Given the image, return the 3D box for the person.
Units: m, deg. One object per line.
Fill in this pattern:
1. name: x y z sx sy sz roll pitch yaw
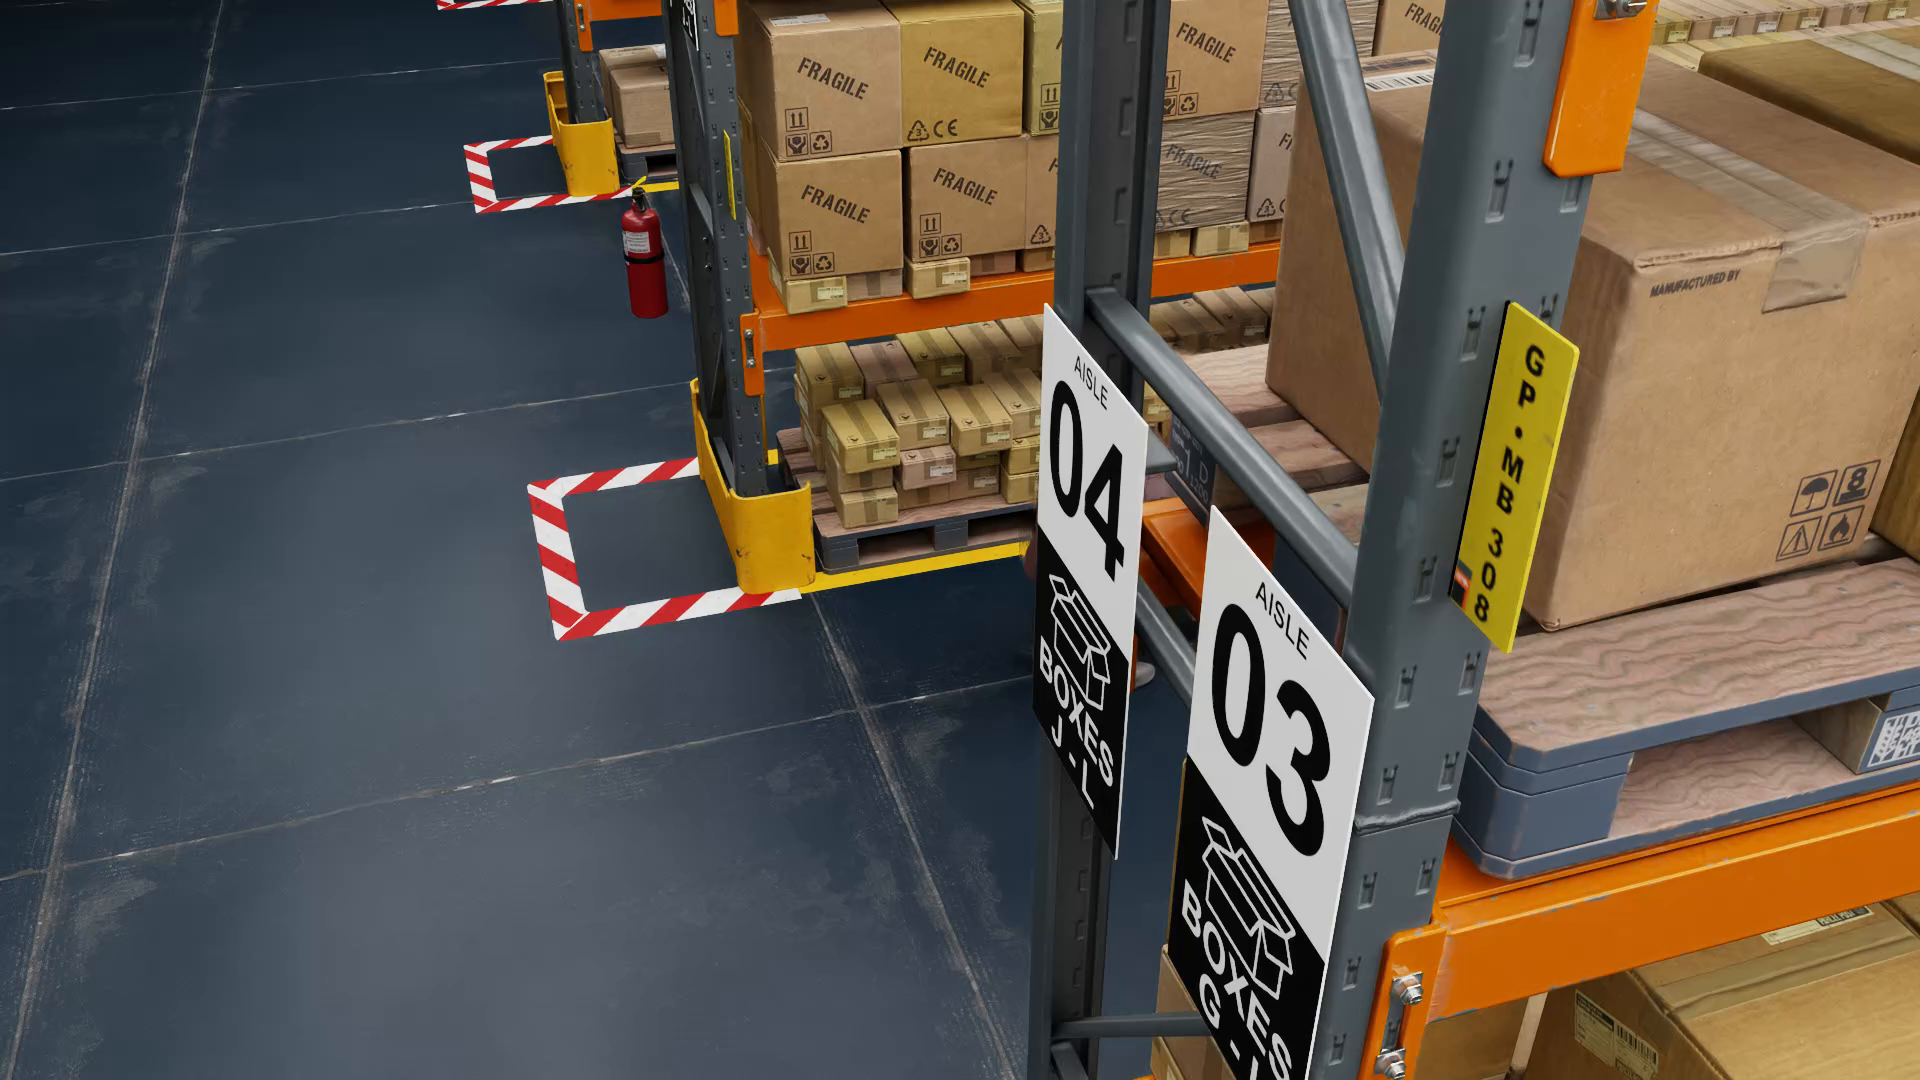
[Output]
1. person: 0.670 0.059 6.722 0.888 1.056 0.612 -13 36 -19
